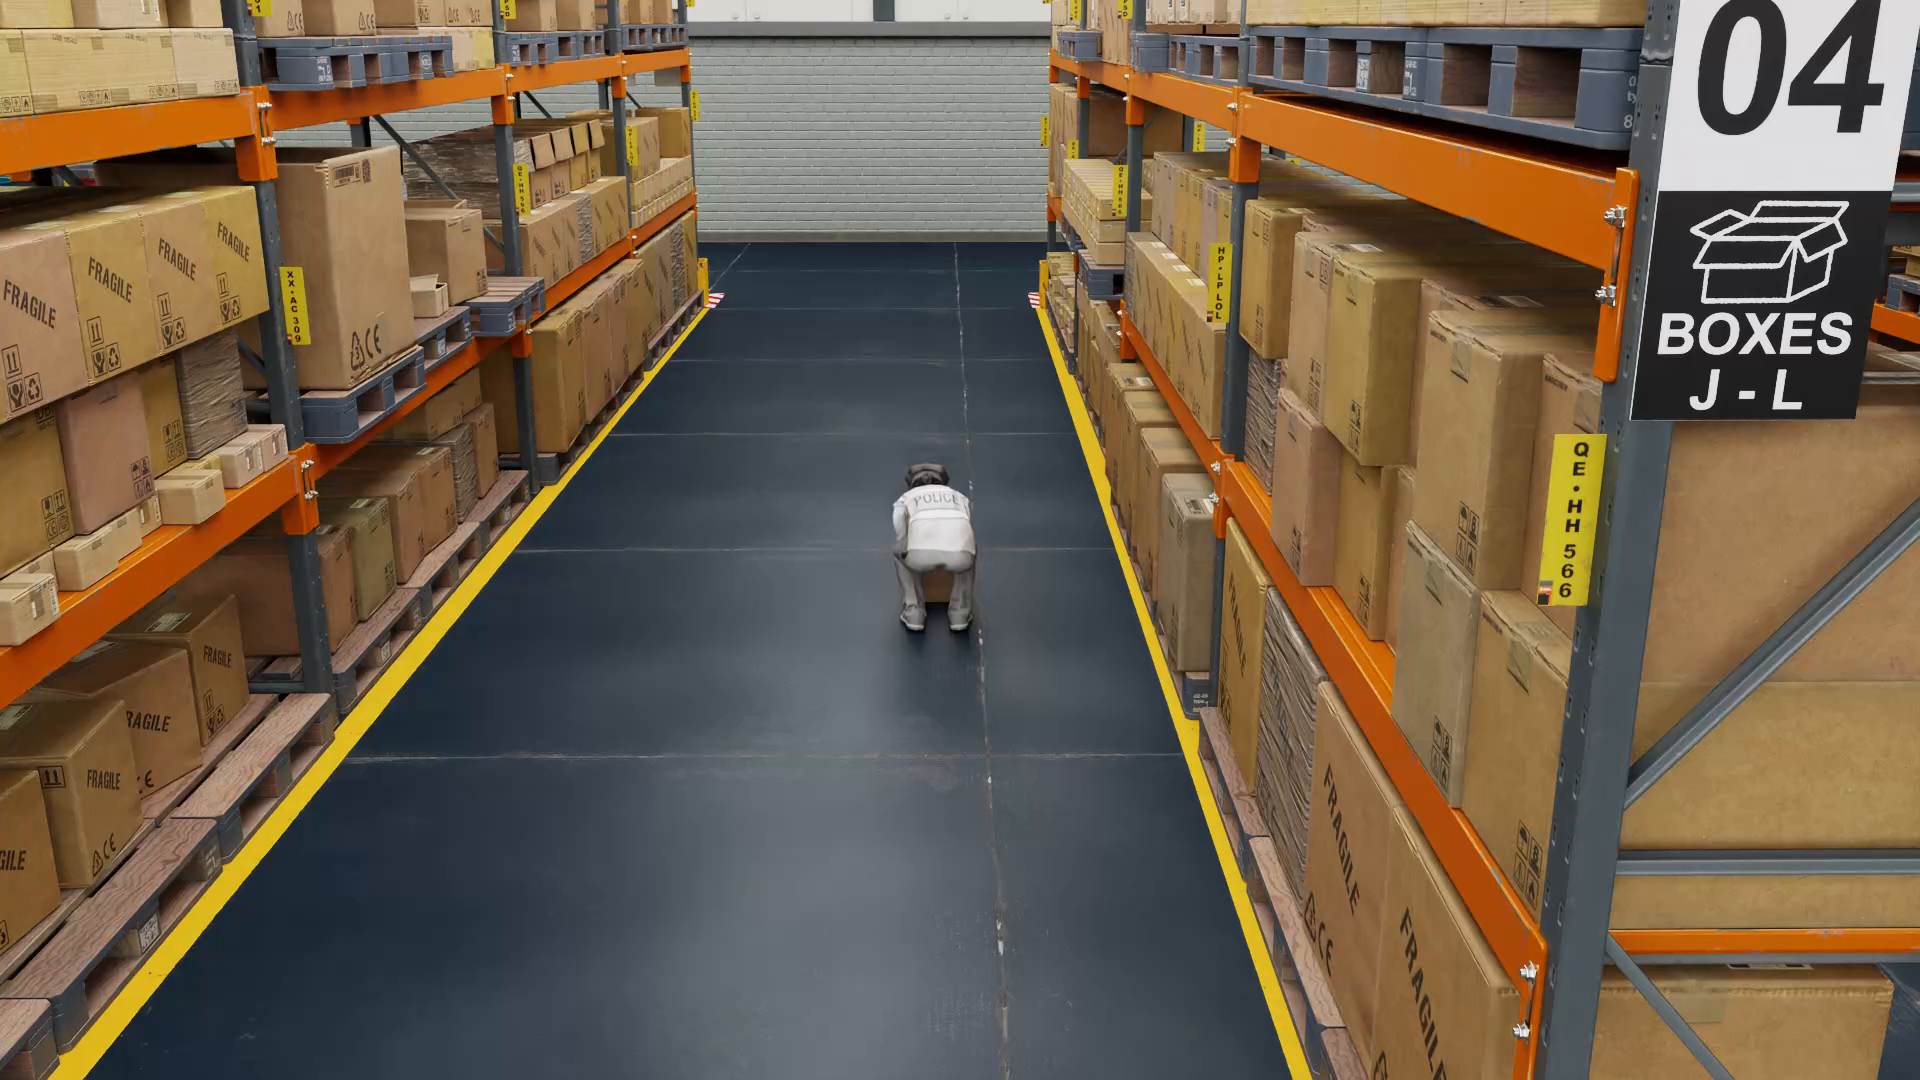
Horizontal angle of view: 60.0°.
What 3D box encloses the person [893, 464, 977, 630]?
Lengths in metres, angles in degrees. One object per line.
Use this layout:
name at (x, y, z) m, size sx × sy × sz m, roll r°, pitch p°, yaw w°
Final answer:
person at (-0.133, 0.046, 8.953) m, size 0.456 × 0.780 × 0.908 m, roll -1°, pitch 17°, yaw -2°
